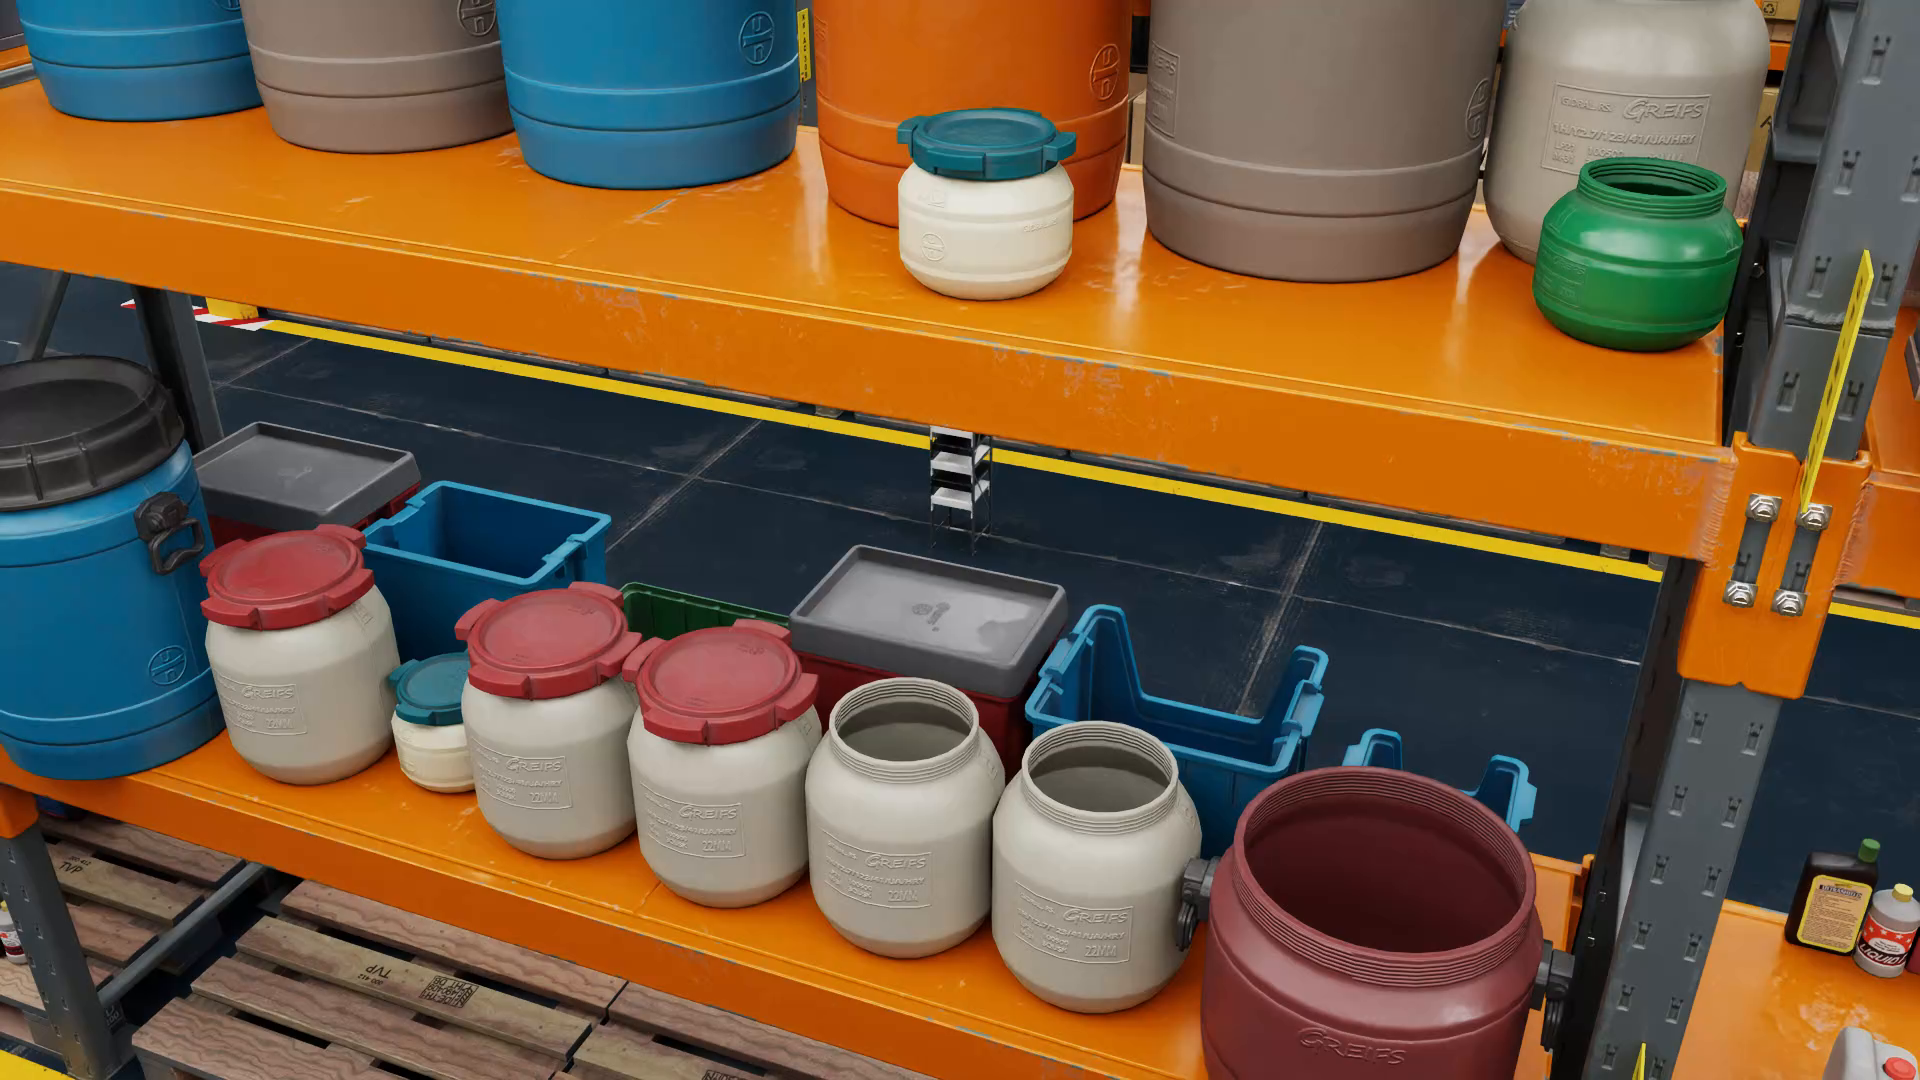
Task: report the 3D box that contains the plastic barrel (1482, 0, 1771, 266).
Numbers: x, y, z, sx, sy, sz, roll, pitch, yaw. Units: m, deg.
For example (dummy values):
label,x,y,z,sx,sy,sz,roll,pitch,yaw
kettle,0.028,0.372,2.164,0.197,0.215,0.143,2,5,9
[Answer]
label,x,y,z,sx,sy,sz,roll,pitch,yaw
plastic barrel,1.137,-0.741,2.850,0.421,0.512,0.421,0,29,0

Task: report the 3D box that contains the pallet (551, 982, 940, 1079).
label,x,y,z,sx,sy,sz,roll,pitch,yaw
pallet,-0.521,1.637,4.639,1.213,0.211,1.003,11,31,19

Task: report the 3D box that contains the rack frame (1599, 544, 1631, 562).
label,x,y,z,sx,sy,sz,roll,pitch,yaw
rack frame,3.175,-1.447,7.262,0.127,3.000,1.000,11,31,19

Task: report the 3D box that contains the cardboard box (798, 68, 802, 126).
label,x,y,z,sx,sy,sz,roll,pitch,yaw
cardboard box,-0.945,-2.310,8.686,0.500,0.500,0.700,10,31,18

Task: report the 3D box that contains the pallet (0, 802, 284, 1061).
label,x,y,z,sx,sy,sz,roll,pitch,yaw
pallet,-3.004,1.142,5.516,1.213,0.211,1.003,11,31,19

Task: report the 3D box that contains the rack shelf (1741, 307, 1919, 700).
label,x,y,z,sx,sy,sz,roll,pitch,yaw
rack shelf,3.163,0.188,2.051,4.000,0.370,1.077,11,31,19

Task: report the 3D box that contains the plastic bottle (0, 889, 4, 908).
label,x,y,z,sx,sy,sz,roll,pitch,yaw
plastic bottle,-3.048,0.979,5.214,0.185,0.351,0.144,11,31,19

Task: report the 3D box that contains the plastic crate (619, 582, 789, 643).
label,x,y,z,sx,sy,sz,roll,pitch,yaw
plastic crate,-0.677,0.357,4.286,0.662,0.188,0.450,11,31,19

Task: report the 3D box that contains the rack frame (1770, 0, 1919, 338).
label,x,y,z,sx,sy,sz,roll,pitch,yaw
rack frame,1.309,-1.801,1.791,0.127,3.000,1.000,11,31,19

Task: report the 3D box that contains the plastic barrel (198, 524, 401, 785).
label,x,y,z,sx,sy,sz,roll,pitch,yaw
plastic barrel,-1.593,0.289,4.053,0.433,0.535,0.433,0,29,0

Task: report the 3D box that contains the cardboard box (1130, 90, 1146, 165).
label,x,y,z,sx,sy,sz,roll,pitch,yaw
cardboard box,1.126,-1.891,7.945,0.500,0.500,0.500,11,31,19

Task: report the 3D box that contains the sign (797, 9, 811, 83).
label,x,y,z,sx,sy,sz,roll,pitch,yaw
sign,-0.739,-2.345,7.890,0.005,0.325,0.100,11,31,19

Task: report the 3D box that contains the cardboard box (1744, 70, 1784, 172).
label,x,y,z,sx,sy,sz,roll,pitch,yaw
cardboard box,5.666,-2.757,11.338,0.750,0.750,0.750,11,31,18

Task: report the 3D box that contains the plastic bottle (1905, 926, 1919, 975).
label,x,y,z,sx,sy,sz,roll,pitch,yaw
plastic bottle,2.058,0.785,3.432,0.133,0.283,0.061,11,31,19

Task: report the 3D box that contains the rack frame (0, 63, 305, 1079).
label,x,y,z,sx,sy,sz,roll,pitch,yaw
rack frame,-2.397,0.071,4.576,0.127,3.000,1.000,11,31,19

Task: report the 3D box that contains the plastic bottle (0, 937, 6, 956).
label,x,y,z,sx,sy,sz,roll,pitch,yaw
plastic bottle,-2.967,1.123,5.028,0.133,0.283,0.061,13,32,22

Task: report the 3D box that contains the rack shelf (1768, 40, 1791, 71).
label,x,y,z,sx,sy,sz,roll,pitch,yaw
rack shelf,6.887,-3.023,10.781,4.000,0.370,1.077,11,31,19

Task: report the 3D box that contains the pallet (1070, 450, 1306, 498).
label,x,y,z,sx,sy,sz,roll,pitch,yaw
pallet,1.300,-0.630,8.649,1.213,0.211,1.003,11,31,19

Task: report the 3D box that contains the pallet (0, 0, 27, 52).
label,x,y,z,sx,sy,sz,roll,pitch,yaw
pallet,-3.103,-1.242,4.042,1.003,0.211,1.213,11,31,19

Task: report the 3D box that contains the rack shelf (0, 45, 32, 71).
label,x,y,z,sx,sy,sz,roll,pitch,yaw
rack shelf,-4.251,-1.292,4.670,4.000,0.370,1.077,11,31,19

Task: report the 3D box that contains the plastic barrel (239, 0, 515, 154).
label,x,y,z,sx,sy,sz,roll,pitch,yaw
plastic barrel,-1.238,-1.337,3.509,0.600,0.901,0.600,0,29,0

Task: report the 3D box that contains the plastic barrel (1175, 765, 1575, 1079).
label,x,y,z,sx,sy,sz,roll,pitch,yaw
plastic barrel,0.765,0.804,3.141,0.708,0.536,0.600,11,31,19

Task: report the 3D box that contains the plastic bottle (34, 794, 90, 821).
label,x,y,z,sx,sy,sz,roll,pitch,yaw
plastic bottle,-3.043,0.760,5.602,0.185,0.351,0.144,11,31,19

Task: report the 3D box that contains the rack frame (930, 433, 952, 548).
label,x,y,z,sx,sy,sz,roll,pitch,yaw
rack frame,-0.087,-0.409,7.559,0.006,0.900,0.240,11,31,19

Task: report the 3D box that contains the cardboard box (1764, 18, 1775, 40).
label,x,y,z,sx,sy,sz,roll,pitch,yaw
cardboard box,5.252,-3.439,11.021,0.250,0.149,0.380,11,31,18

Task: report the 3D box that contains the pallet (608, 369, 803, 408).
label,x,y,z,sx,sy,sz,roll,pitch,yaw
pallet,-1.253,-1.139,9.551,1.213,0.211,1.003,11,31,19

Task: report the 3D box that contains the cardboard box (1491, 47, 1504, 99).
label,x,y,z,sx,sy,sz,roll,pitch,yaw
cardboard box,3.843,-3.380,12.012,0.500,0.250,0.500,12,32,20

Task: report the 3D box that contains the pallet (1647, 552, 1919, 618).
label,x,y,z,sx,sy,sz,roll,pitch,yaw
pallet,3.853,-0.078,7.673,1.213,0.211,1.003,11,31,19

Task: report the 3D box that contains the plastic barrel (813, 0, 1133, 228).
label,x,y,z,sx,sy,sz,roll,pitch,yaw
plastic barrel,0.024,-1.054,3.081,0.708,0.830,0.600,11,31,19

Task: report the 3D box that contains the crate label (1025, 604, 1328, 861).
label,x,y,z,sx,sy,sz,roll,pitch,yaw
crate label,0.490,0.488,3.802,0.616,0.435,0.502,11,31,19

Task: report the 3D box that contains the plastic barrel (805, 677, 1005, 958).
label,x,y,z,sx,sy,sz,roll,pitch,yaw
plastic barrel,-0.115,0.591,3.542,0.421,0.512,0.421,0,29,0

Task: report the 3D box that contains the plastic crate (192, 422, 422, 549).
label,x,y,z,sx,sy,sz,roll,pitch,yaw
plastic crate,-1.834,-0.007,4.649,0.583,0.464,0.402,11,31,19

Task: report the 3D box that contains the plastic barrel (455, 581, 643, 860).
label,x,y,z,sx,sy,sz,roll,pitch,yaw
plastic barrel,-0.913,0.424,3.813,0.433,0.535,0.433,0,29,0

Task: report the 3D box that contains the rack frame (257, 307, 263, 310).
label,x,y,z,sx,sy,sz,roll,pitch,yaw
rack frame,-4.238,-2.927,9.880,0.127,3.000,1.000,11,31,19

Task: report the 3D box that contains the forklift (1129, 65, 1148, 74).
label,x,y,z,sx,sy,sz,roll,pitch,yaw
forklift,0.898,-2.785,9.699,3.031,2.935,1.130,10,31,18

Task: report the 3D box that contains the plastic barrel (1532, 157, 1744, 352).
label,x,y,z,sx,sy,sz,roll,pitch,yaw
plastic barrel,1.061,-0.450,2.607,0.294,0.245,0.294,0,29,0

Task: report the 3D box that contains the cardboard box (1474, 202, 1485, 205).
label,x,y,z,sx,sy,sz,roll,pitch,yaw
cardboard box,2.238,-1.378,7.395,0.250,0.149,0.380,11,31,19

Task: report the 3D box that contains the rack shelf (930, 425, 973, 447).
label,x,y,z,sx,sy,sz,roll,pitch,yaw
rack shelf,0.008,-0.518,7.454,0.200,0.077,0.258,11,31,19

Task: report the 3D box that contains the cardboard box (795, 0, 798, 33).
label,x,y,z,sx,sy,sz,roll,pitch,yaw
cardboard box,-0.945,-2.875,8.367,0.500,0.500,0.700,11,31,19

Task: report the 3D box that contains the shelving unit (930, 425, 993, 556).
label,x,y,z,sx,sy,sz,roll,pitch,yaw
shelving unit,0.008,-0.390,7.526,0.210,0.900,0.258,11,31,19

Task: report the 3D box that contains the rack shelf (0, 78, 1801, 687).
label,x,y,z,sx,sy,sz,roll,pitch,yaw
rack shelf,-0.544,-0.552,3.361,4.000,0.370,1.077,11,31,19

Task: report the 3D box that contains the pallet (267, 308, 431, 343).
label,x,y,z,sx,sy,sz,roll,pitch,yaw
pallet,-3.514,-1.591,10.350,1.213,0.211,1.003,11,31,19

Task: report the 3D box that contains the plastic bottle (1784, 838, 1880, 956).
label,x,y,z,sx,sy,sz,roll,pitch,yaw
plastic bottle,1.845,0.742,3.507,0.133,0.283,0.061,11,31,19

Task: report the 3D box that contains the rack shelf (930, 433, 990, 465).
label,x,y,z,sx,sy,sz,roll,pitch,yaw
rack shelf,0.008,-0.440,7.498,0.200,0.077,0.258,11,31,19

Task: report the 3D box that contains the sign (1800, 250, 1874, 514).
label,x,y,z,sx,sy,sz,roll,pitch,yaw
sign,1.109,-0.197,2.109,0.005,0.325,0.100,11,31,19
